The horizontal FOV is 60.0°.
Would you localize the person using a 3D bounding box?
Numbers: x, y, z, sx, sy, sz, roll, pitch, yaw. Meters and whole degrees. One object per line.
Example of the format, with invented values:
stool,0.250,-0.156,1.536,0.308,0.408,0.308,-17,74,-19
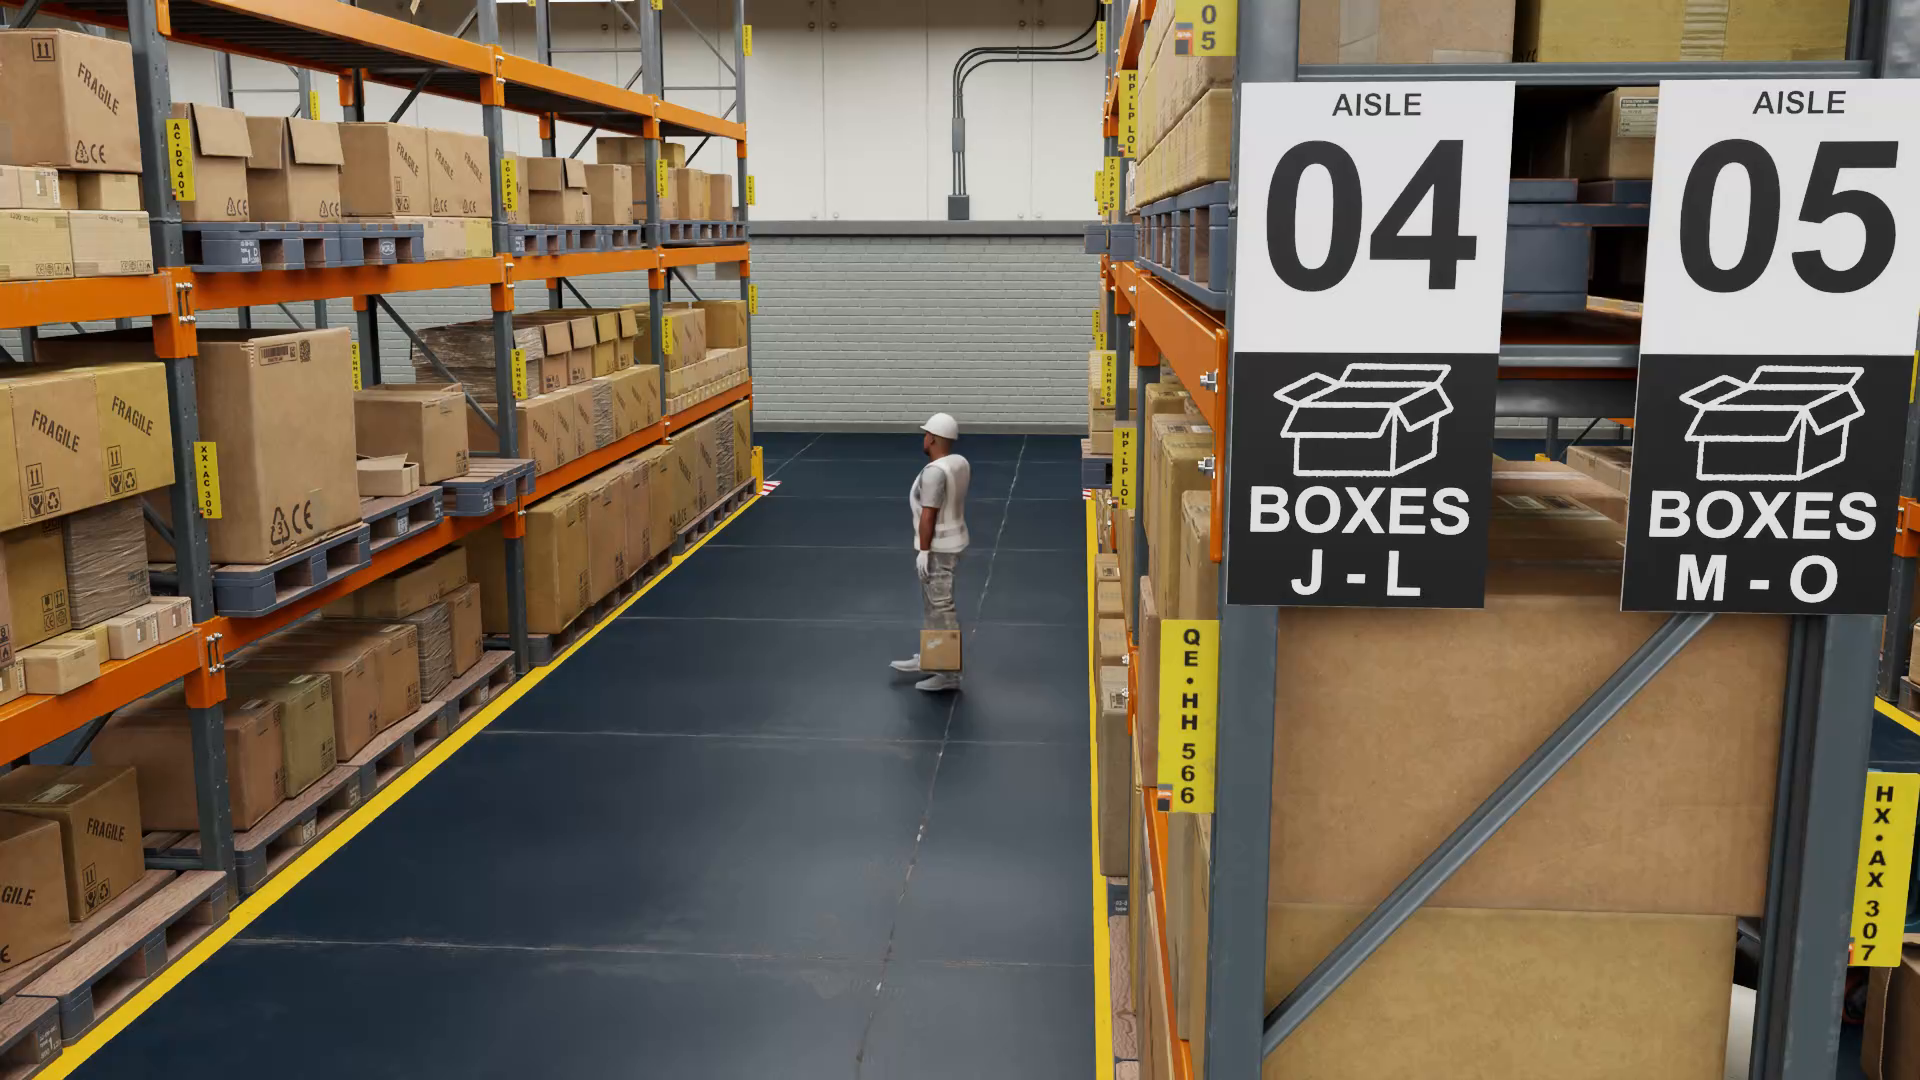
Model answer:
person,-0.219,0.060,10.904,0.543,1.787,0.601,3,11,14
